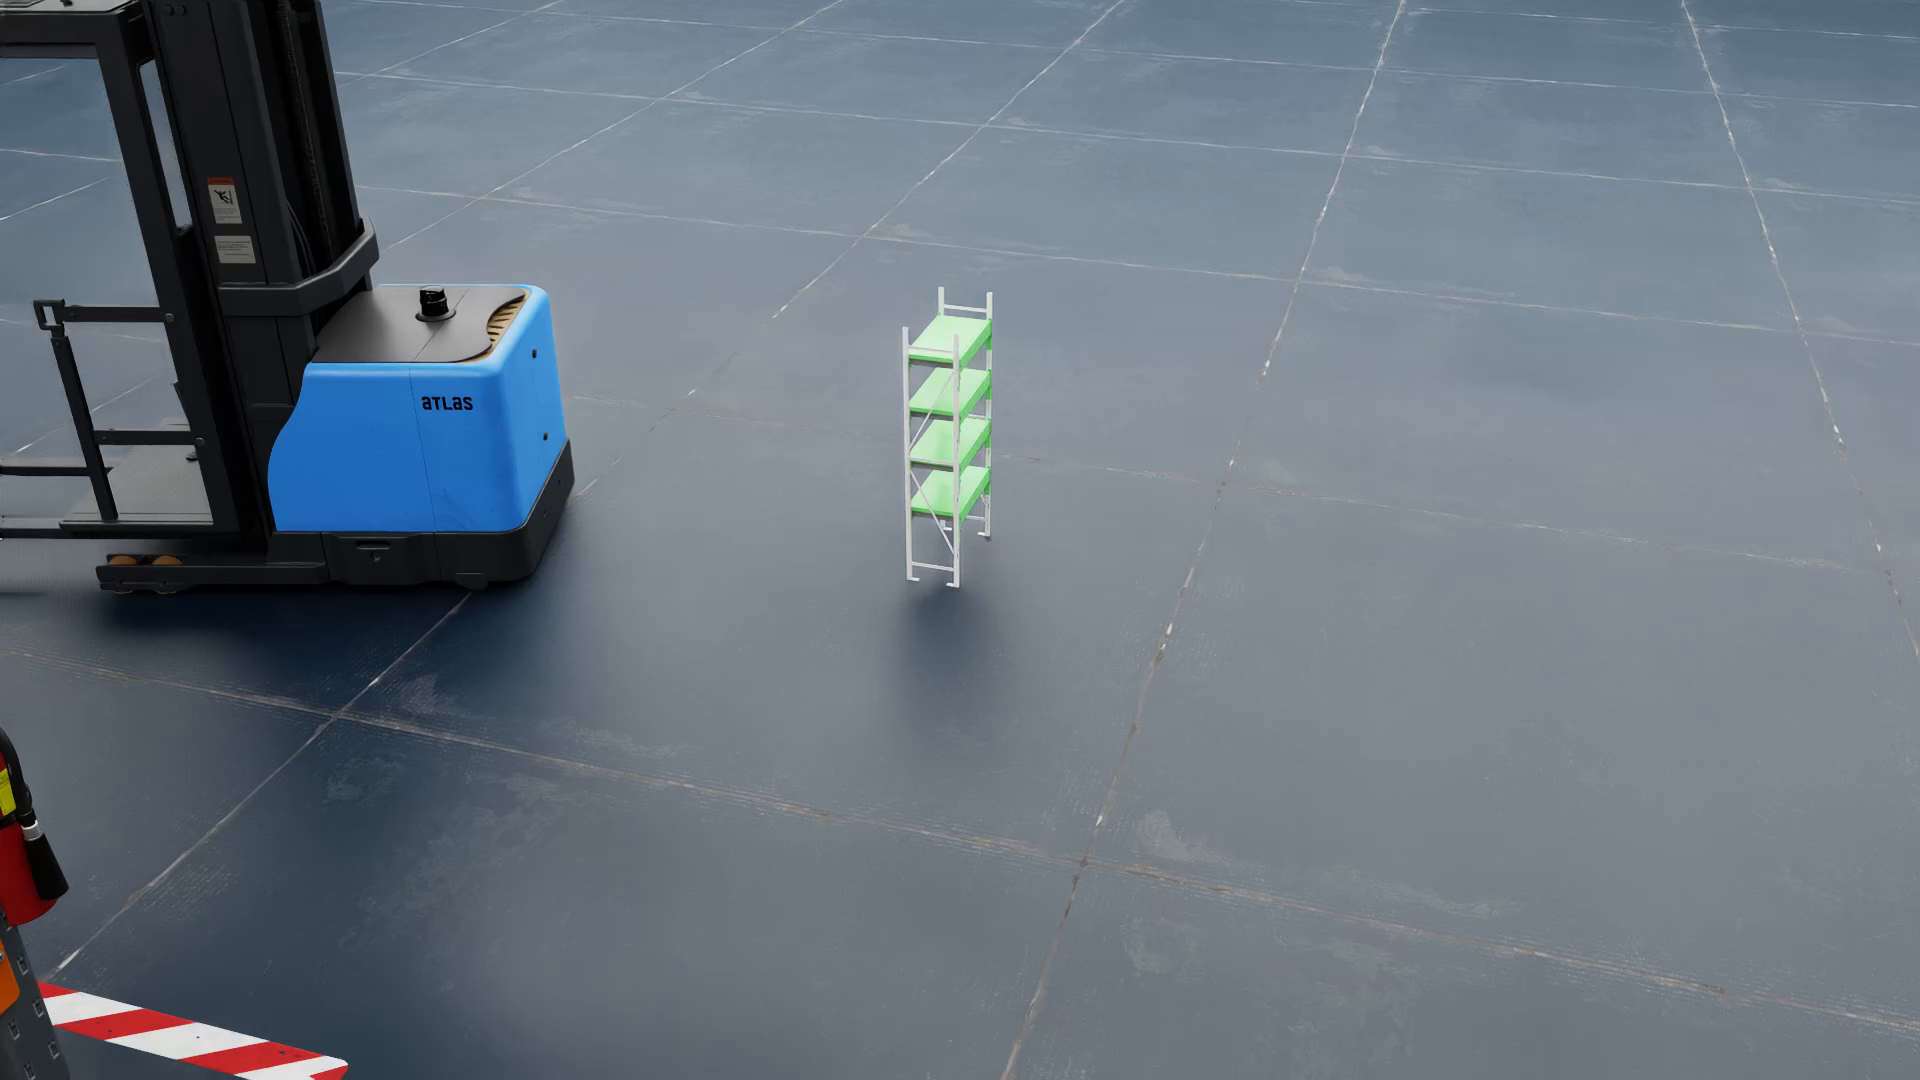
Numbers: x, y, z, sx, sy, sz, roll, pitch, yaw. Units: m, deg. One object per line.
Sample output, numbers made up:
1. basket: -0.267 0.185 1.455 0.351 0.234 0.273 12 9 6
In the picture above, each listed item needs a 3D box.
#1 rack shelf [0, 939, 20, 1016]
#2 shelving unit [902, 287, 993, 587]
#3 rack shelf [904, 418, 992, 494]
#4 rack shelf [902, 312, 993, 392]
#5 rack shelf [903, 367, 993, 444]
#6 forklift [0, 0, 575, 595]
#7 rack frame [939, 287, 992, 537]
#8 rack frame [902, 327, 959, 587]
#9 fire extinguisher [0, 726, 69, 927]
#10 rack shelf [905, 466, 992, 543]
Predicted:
1. rack shelf: -3.264 1.757 2.245 1.077 0.370 4.000 8 30 15
2. shelving unit: -0.049 -0.447 7.320 0.258 1.200 0.503 8 30 15
3. rack shelf: -0.049 -0.392 7.351 0.258 0.148 0.480 8 30 15
4. rack shelf: -0.049 -0.811 7.118 0.258 0.148 0.480 8 30 15
5. rack shelf: -0.049 -0.601 7.234 0.258 0.148 0.480 8 30 15
6. forklift: -3.397 -1.298 7.069 3.031 2.935 1.130 0 29 1
7. rack frame: 0.023 -0.561 7.524 0.240 1.200 0.015 8 30 15
8. rack frame: -0.120 -0.334 7.116 0.240 1.200 0.015 8 30 15
9. fire extinguisher: -2.203 0.560 3.737 0.296 0.674 0.183 8 30 15
10. rack shelf: -0.049 -0.182 7.468 0.258 0.148 0.480 8 30 15
